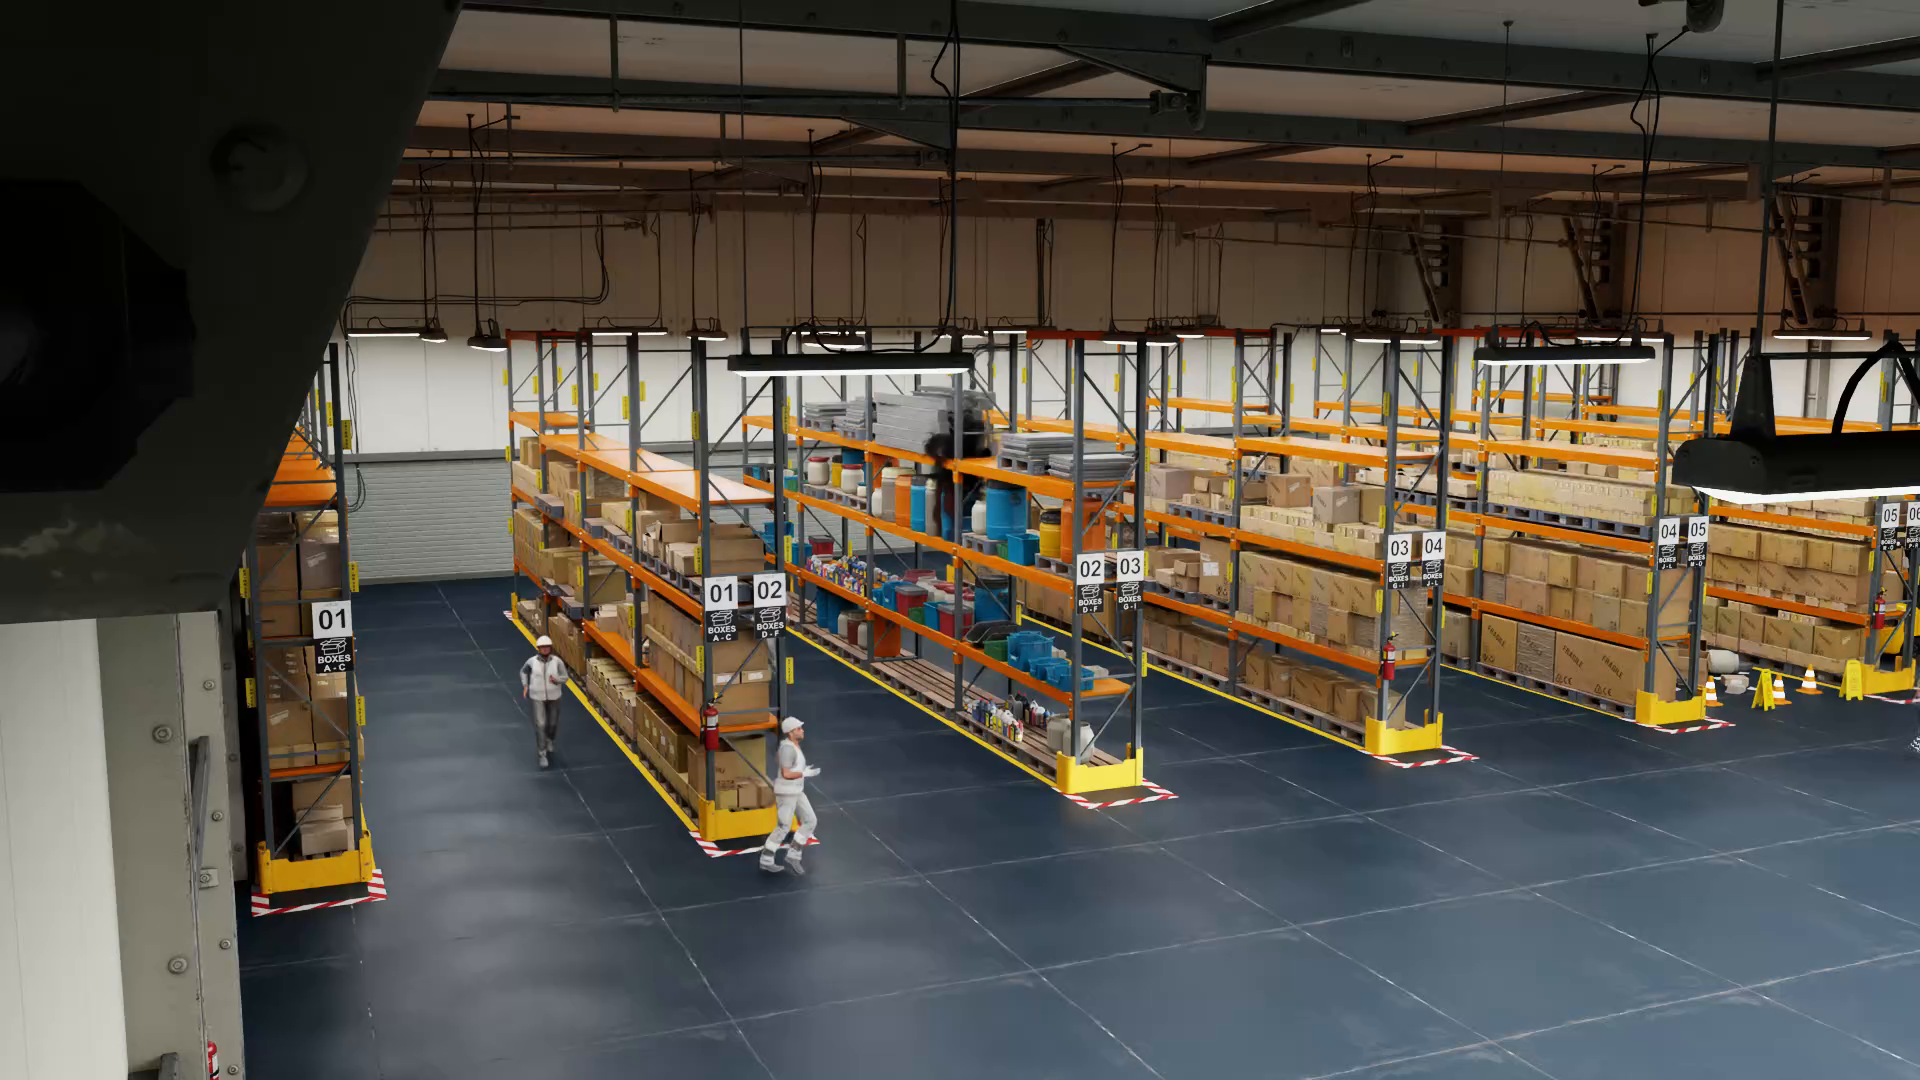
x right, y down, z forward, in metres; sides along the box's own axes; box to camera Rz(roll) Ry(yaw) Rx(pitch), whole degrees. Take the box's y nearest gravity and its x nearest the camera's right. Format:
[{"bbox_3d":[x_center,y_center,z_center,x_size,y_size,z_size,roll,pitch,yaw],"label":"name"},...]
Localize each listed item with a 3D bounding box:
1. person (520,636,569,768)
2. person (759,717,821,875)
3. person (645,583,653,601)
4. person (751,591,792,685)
[{"bbox_3d":[-5.856,2.238,23.503,0.645,1.785,0.904,-3,8,-21],"label":"person"},{"bbox_3d":[-1.905,2.906,18.878,0.719,1.814,0.655,1,8,8],"label":"person"},{"bbox_3d":[-6.570,0.862,34.465,0.592,1.611,0.624,-6,10,-36],"label":"person"},{"bbox_3d":[-3.091,1.449,27.511,0.707,1.782,0.933,-4,9,-27],"label":"person"}]
